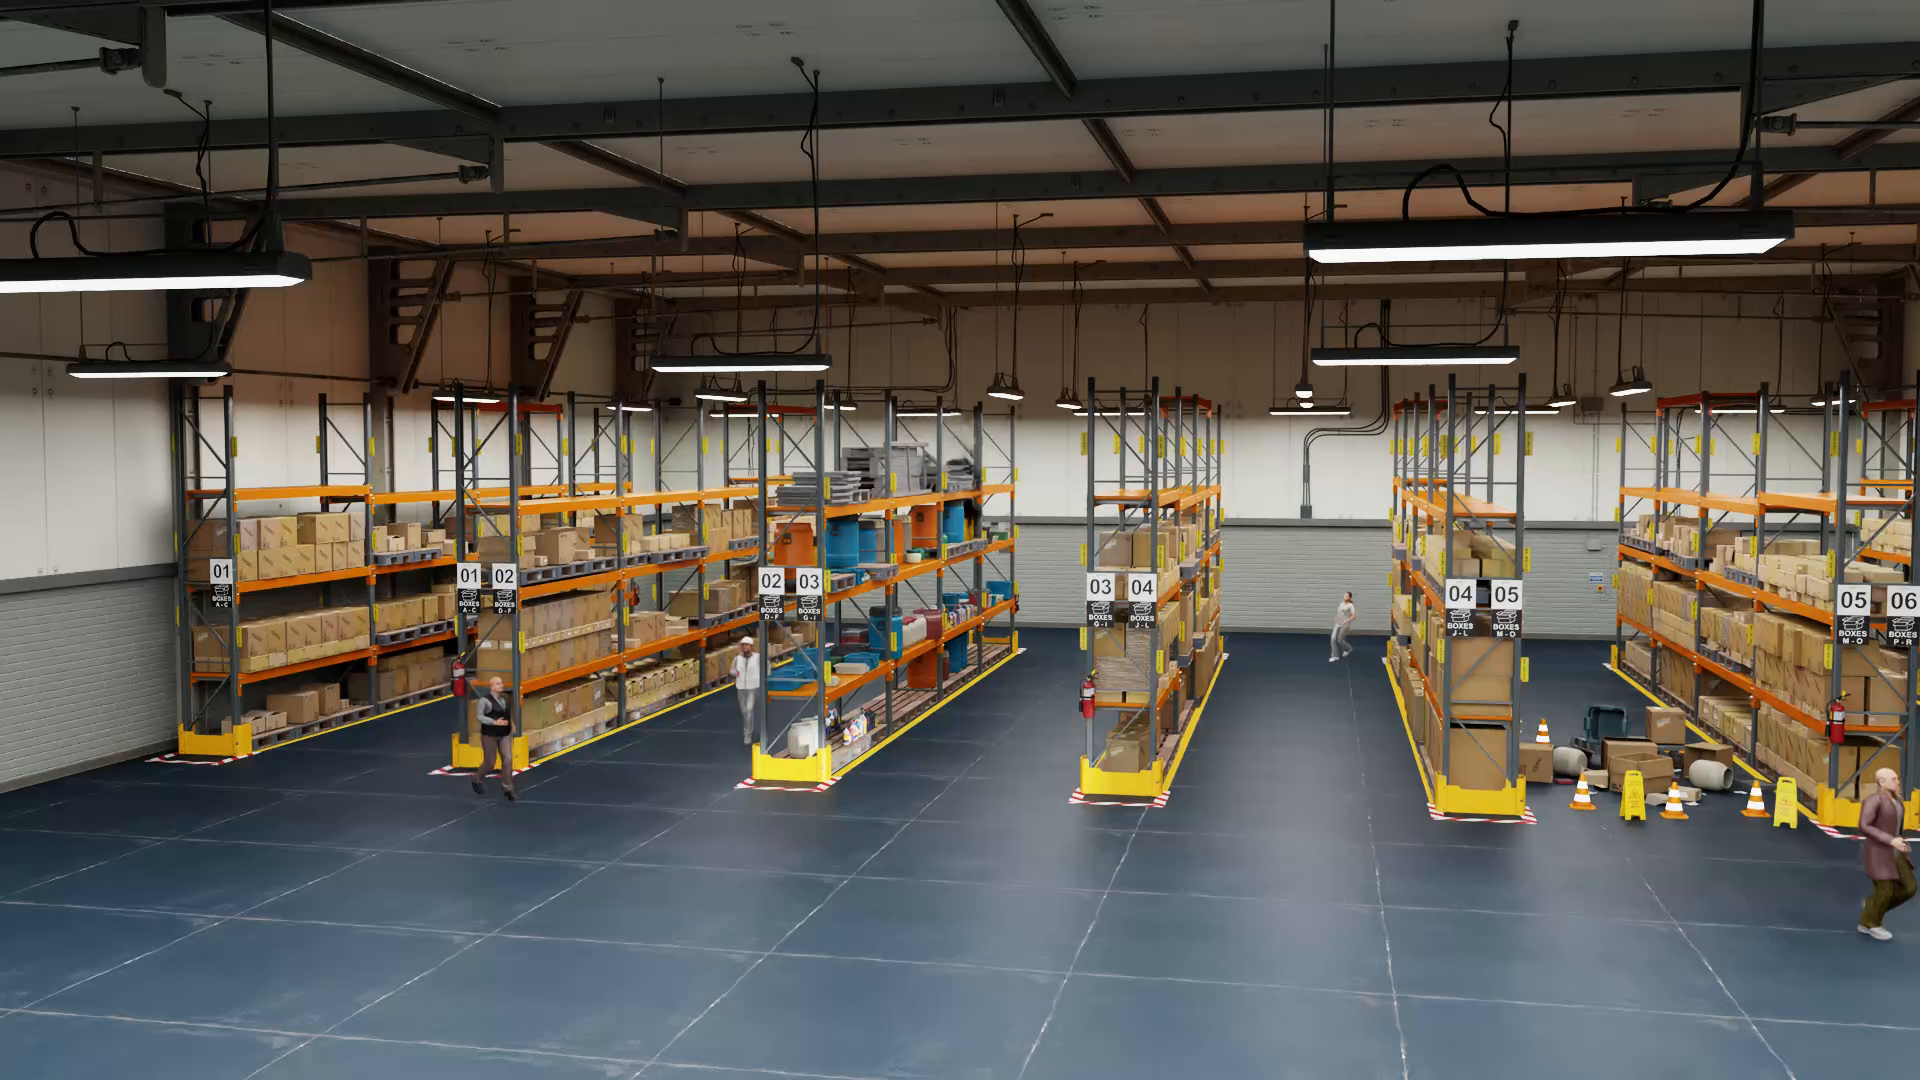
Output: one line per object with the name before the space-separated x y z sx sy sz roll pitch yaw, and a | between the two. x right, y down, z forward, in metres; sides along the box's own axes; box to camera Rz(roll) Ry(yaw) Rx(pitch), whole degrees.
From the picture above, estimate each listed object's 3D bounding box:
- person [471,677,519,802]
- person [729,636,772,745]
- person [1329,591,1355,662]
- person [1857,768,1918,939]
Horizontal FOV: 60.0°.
person | -6.608 2.812 23.656 0.857 1.745 0.675 2 4 37
person | -3.600 2.548 28.356 0.655 1.809 0.822 1 3 11
person | 8.970 2.021 38.887 0.711 1.649 0.614 -2 4 -34
person | 9.415 3.184 16.855 0.716 1.744 0.587 -2 4 -31
